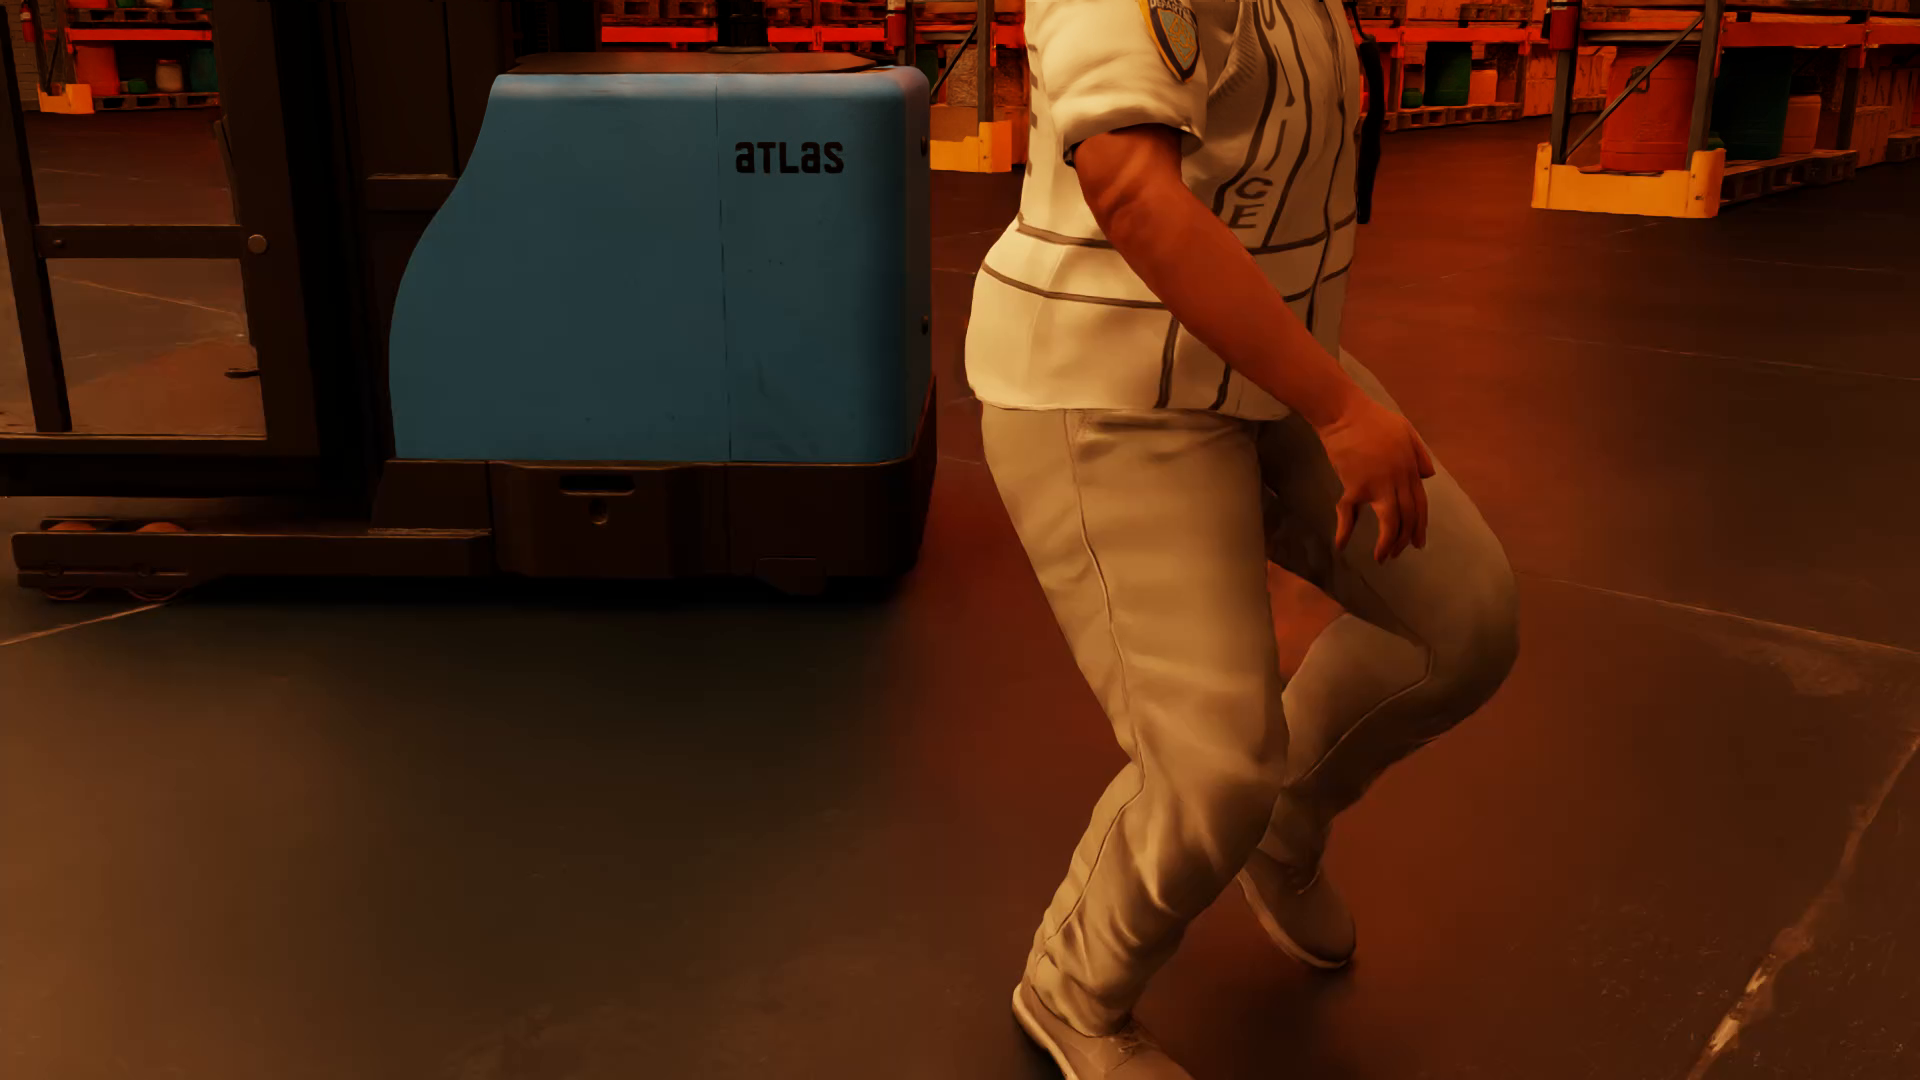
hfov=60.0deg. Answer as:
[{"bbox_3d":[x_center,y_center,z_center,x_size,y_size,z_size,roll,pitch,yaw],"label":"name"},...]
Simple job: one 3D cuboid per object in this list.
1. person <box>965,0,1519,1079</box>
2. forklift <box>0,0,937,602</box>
[{"bbox_3d":[0.285,-0.159,1.782,0.619,1.583,0.706,13,21,36],"label":"person"},{"bbox_3d":[-1.591,-1.424,3.587,3.031,2.935,1.130,1,17,2],"label":"forklift"}]
